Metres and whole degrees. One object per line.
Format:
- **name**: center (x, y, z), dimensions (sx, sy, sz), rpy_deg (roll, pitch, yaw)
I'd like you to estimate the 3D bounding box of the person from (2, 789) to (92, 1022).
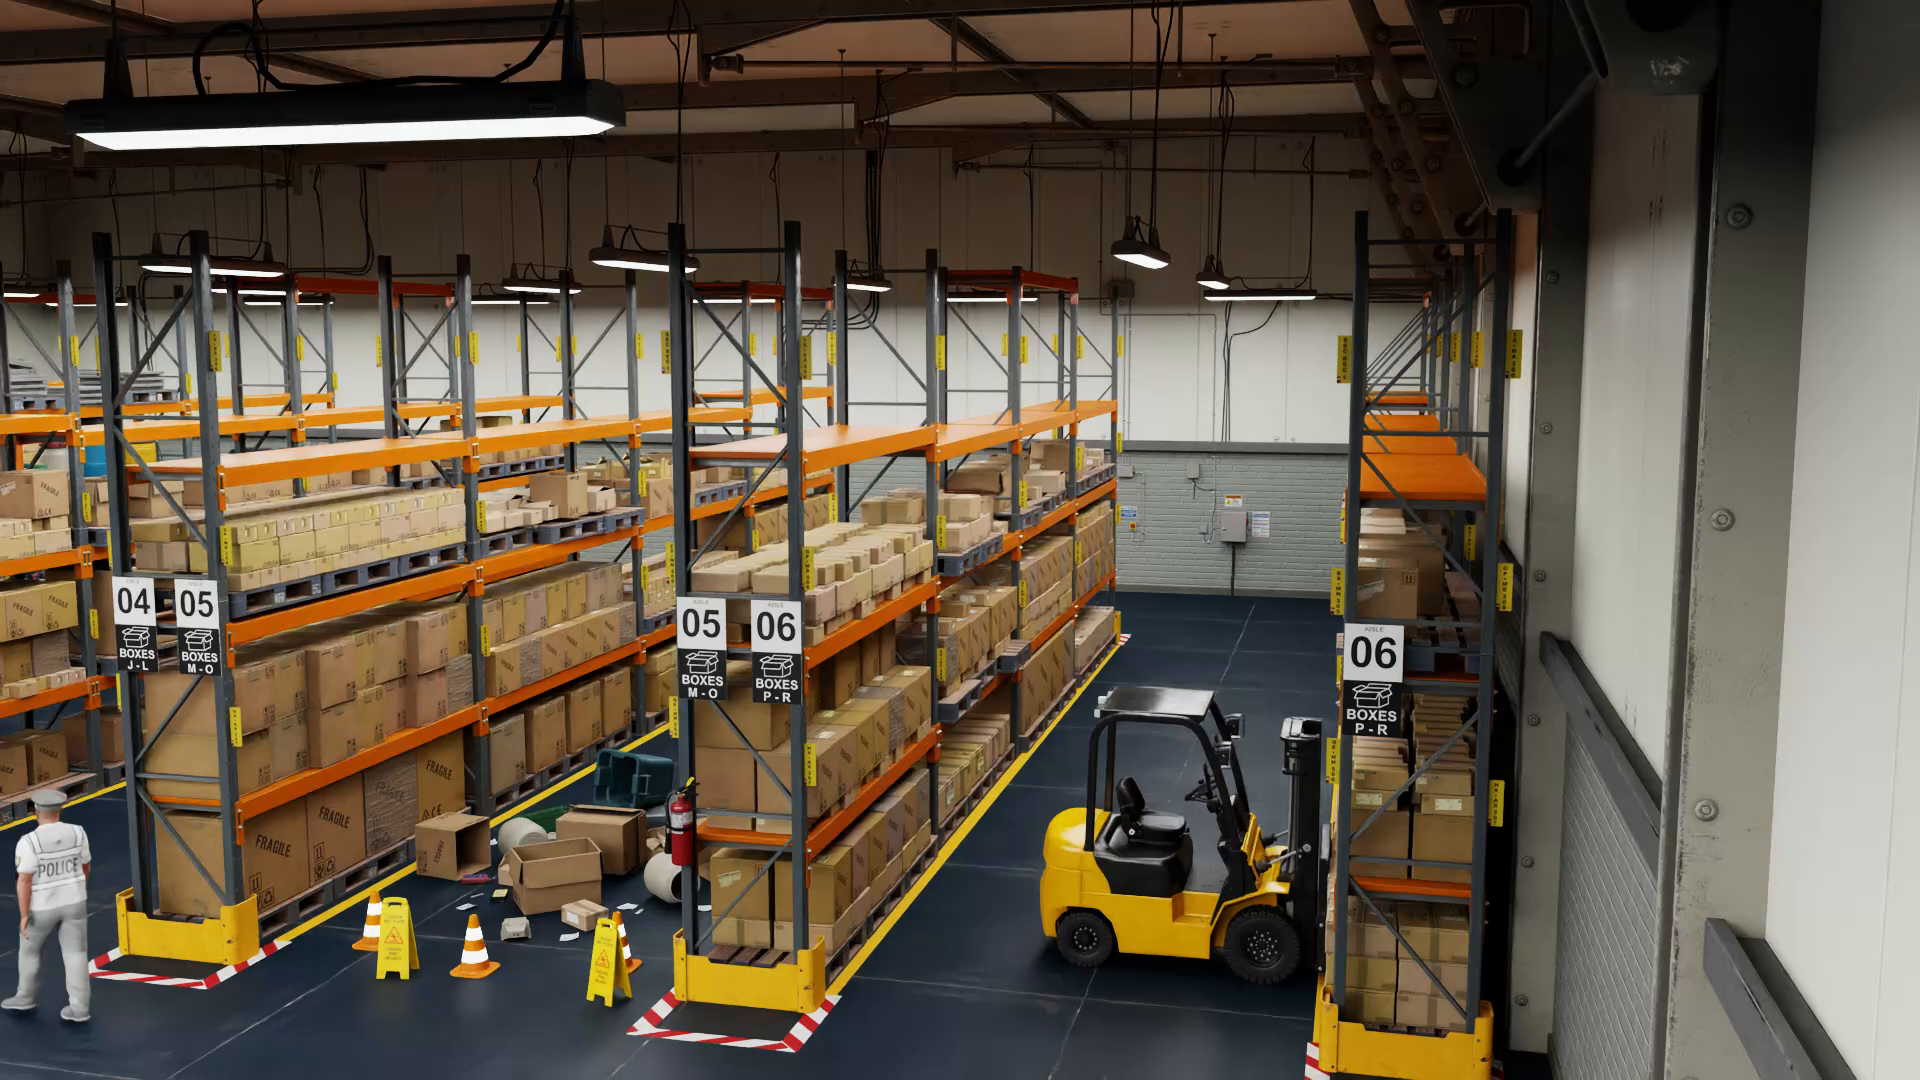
- **person**: center (-6.914, 2.757, 12.648), dimensions (0.583, 1.721, 0.871), rpy_deg (-7, 10, -44)
